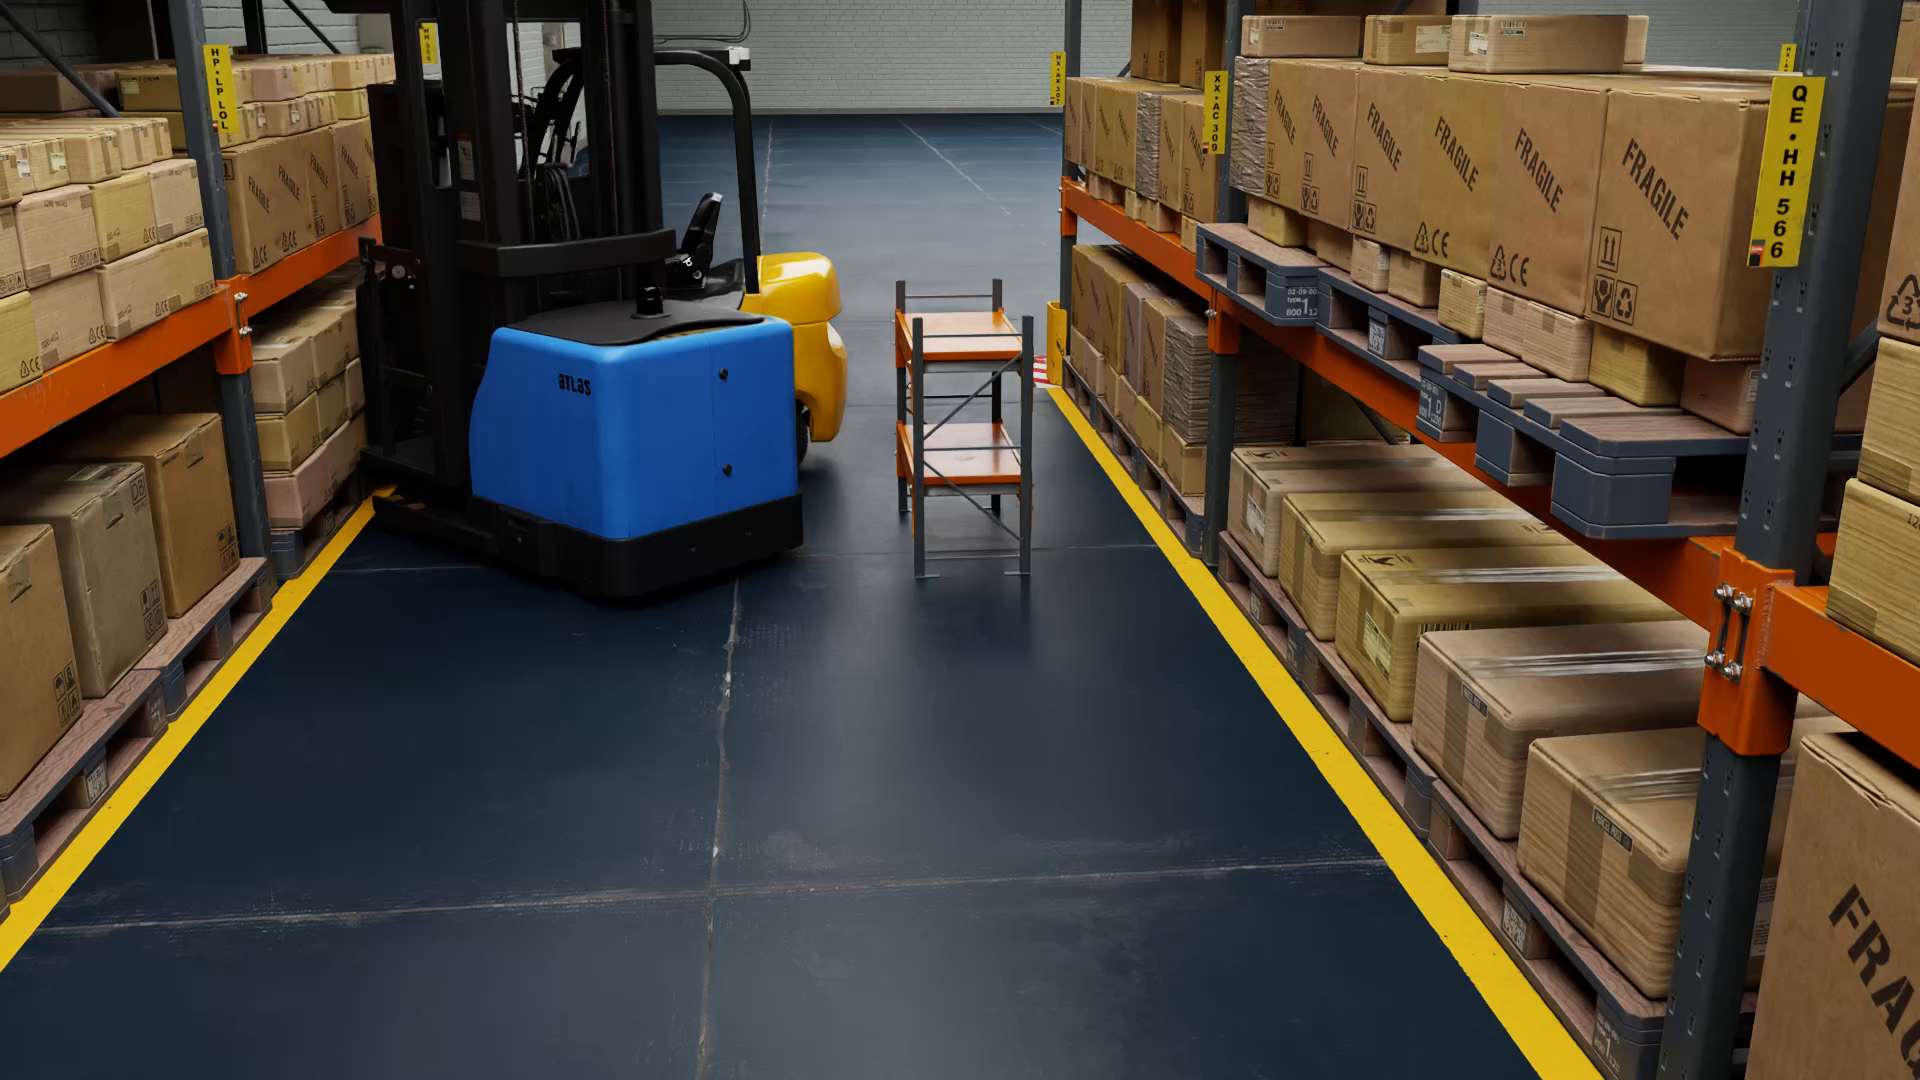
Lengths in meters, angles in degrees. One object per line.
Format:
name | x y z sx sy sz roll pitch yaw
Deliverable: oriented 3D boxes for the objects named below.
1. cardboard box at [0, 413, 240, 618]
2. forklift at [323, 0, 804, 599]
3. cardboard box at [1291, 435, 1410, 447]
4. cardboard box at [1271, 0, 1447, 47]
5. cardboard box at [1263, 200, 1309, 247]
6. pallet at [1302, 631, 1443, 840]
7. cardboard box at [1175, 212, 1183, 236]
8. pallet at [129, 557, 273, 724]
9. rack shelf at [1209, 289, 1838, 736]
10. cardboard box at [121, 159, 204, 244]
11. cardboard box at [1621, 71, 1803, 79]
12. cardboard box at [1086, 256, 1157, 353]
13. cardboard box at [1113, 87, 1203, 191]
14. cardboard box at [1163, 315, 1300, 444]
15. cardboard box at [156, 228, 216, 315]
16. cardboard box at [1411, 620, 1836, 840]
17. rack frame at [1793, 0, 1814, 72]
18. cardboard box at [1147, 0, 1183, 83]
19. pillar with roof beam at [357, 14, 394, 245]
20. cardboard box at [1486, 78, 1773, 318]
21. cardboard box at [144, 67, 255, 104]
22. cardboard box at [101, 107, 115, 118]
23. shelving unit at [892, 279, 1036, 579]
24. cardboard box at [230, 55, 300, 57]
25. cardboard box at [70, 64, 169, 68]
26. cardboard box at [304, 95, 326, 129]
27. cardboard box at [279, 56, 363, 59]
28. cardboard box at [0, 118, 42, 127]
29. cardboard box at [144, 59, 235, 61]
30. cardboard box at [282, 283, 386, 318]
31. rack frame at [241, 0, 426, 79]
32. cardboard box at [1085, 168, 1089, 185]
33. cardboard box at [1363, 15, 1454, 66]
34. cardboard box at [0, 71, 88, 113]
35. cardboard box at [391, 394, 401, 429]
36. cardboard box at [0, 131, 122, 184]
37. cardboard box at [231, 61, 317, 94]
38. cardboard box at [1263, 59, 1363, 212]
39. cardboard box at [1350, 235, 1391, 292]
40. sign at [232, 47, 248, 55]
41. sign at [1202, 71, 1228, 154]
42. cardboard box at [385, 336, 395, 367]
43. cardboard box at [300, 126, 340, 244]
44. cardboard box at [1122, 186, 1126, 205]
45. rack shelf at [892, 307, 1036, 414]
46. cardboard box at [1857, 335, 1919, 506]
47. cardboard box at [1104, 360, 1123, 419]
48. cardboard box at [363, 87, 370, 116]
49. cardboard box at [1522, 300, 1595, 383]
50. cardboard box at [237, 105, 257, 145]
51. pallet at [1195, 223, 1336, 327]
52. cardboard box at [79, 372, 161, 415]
cardboard box | -3.295 -0.097 6.241 0.875 0.625 0.625 -1 17 -3
forklift | -2.123 -1.508 7.586 3.031 2.935 1.130 15 23 40
cardboard box | 1.785 -0.412 7.870 0.500 0.250 0.500 -3 18 -8
cardboard box | 1.747 -2.144 7.164 0.700 0.500 0.500 -2 18 -6
cardboard box | 1.337 -1.170 6.116 0.380 0.149 0.250 -1 17 -5
pallet | 1.788 0.588 5.453 1.003 0.211 1.213 -2 18 -6
cardboard box | 1.247 -1.534 7.976 0.380 0.149 0.250 -2 18 -6
pallet | -3.245 0.364 6.165 1.003 0.211 1.213 -2 18 -6
rack shelf | 1.783 -0.400 5.144 1.077 0.370 4.000 -2 18 -6
cardboard box | -3.055 -1.213 5.949 0.500 0.250 0.500 -2 18 -7
cardboard box | 2.051 -0.992 4.463 0.500 0.500 0.500 -1 17 -5
cardboard box | 1.034 -1.366 9.656 0.500 0.500 0.500 -2 18 -8
cardboard box | 1.108 -2.114 8.738 0.500 0.500 0.500 -2 18 -7
cardboard box | 1.249 -0.753 7.706 0.500 0.500 0.500 -2 18 -6
cardboard box | -3.048 -0.971 6.013 0.500 0.250 0.500 -1 17 -4
cardboard box | 1.857 0.518 4.706 0.950 0.372 0.625 -2 18 -7
rack frame | 6.078 -2.714 11.314 1.000 3.000 0.127 -2 18 -6
cardboard box | 1.479 -2.901 9.577 0.700 0.500 0.500 -2 18 -5
pillar with roof beam | -0.934 -6.924 14.708 9.100 9.000 0.400 -2 18 -6
cardboard box | 1.602 -0.818 3.910 0.500 0.500 0.500 -2 18 -7
cardboard box | -3.250 -1.939 7.098 0.380 0.149 0.250 -2 18 -7
cardboard box | -3.709 -1.703 6.844 0.380 0.149 0.250 -2 18 -7
shelving unit | 0.001 -0.535 7.502 0.538 1.125 1.048 -2 18 -6
cardboard box | -3.985 -2.688 9.484 0.380 0.149 0.250 -1 17 -4
cardboard box | -3.814 -2.075 7.531 0.380 0.149 0.250 -2 18 -7
cardboard box | -3.235 -2.027 7.876 0.380 0.149 0.250 -2 18 -7
cardboard box | -3.464 -2.549 9.042 0.380 0.149 0.250 -2 18 -5
cardboard box | -3.537 -1.430 5.976 0.380 0.149 0.250 -2 18 -7
cardboard box | -3.924 -2.378 8.499 0.380 0.149 0.250 -2 18 -7
cardboard box | -3.250 -1.161 8.588 0.500 0.250 0.500 -2 18 -7
rack frame | -3.773 -2.376 10.239 1.000 3.000 0.127 -2 18 -6
cardboard box | 0.993 -2.303 10.425 0.380 0.149 0.250 -2 18 -5
cardboard box | 1.488 -1.567 5.213 0.380 0.149 0.250 -1 17 -3
cardboard box | -3.693 -1.770 6.559 0.380 0.149 0.250 -2 18 -6
cardboard box | -3.249 -0.683 8.734 0.500 0.250 0.500 -1 17 -4
cardboard box | -2.927 -1.222 5.311 0.380 0.149 0.250 -2 18 -7
cardboard box | -3.353 -2.243 8.067 0.380 0.149 0.250 -2 18 -5
cardboard box | 1.392 -1.431 5.864 0.500 0.500 0.500 -2 18 -5
cardboard box | 1.426 -0.856 5.114 0.380 0.149 0.250 -1 17 -4
sign | -4.325 -2.812 10.048 0.100 0.325 0.005 -2 18 -6
sign | 1.038 -1.733 6.744 0.100 0.325 0.005 -2 18 -6
cardboard box | -3.248 -0.916 8.641 0.500 0.250 0.500 -2 18 -6
cardboard box | -3.270 -1.678 7.847 0.500 0.500 0.500 -2 18 -6
cardboard box | 1.108 -1.917 9.195 0.380 0.149 0.250 -1 17 -4
rack shelf | 0.001 -0.814 7.414 0.538 0.278 1.000 -2 18 -6
cardboard box | 1.796 -0.156 2.581 0.500 0.250 0.500 -2 18 -6
cardboard box | 1.086 -0.856 9.285 0.500 0.250 0.500 -1 17 -2
cardboard box | -3.348 -2.332 8.848 0.380 0.149 0.250 -2 18 -7
cardboard box | 1.551 -0.470 3.883 0.380 0.149 0.250 -2 18 -6
cardboard box | -3.159 -1.722 6.904 0.380 0.149 0.250 -1 17 -4
pallet | 1.511 -1.015 6.224 1.003 0.211 1.213 -2 18 -6
cardboard box | -3.603 -0.691 7.090 0.500 0.250 0.500 -1 17 -5
